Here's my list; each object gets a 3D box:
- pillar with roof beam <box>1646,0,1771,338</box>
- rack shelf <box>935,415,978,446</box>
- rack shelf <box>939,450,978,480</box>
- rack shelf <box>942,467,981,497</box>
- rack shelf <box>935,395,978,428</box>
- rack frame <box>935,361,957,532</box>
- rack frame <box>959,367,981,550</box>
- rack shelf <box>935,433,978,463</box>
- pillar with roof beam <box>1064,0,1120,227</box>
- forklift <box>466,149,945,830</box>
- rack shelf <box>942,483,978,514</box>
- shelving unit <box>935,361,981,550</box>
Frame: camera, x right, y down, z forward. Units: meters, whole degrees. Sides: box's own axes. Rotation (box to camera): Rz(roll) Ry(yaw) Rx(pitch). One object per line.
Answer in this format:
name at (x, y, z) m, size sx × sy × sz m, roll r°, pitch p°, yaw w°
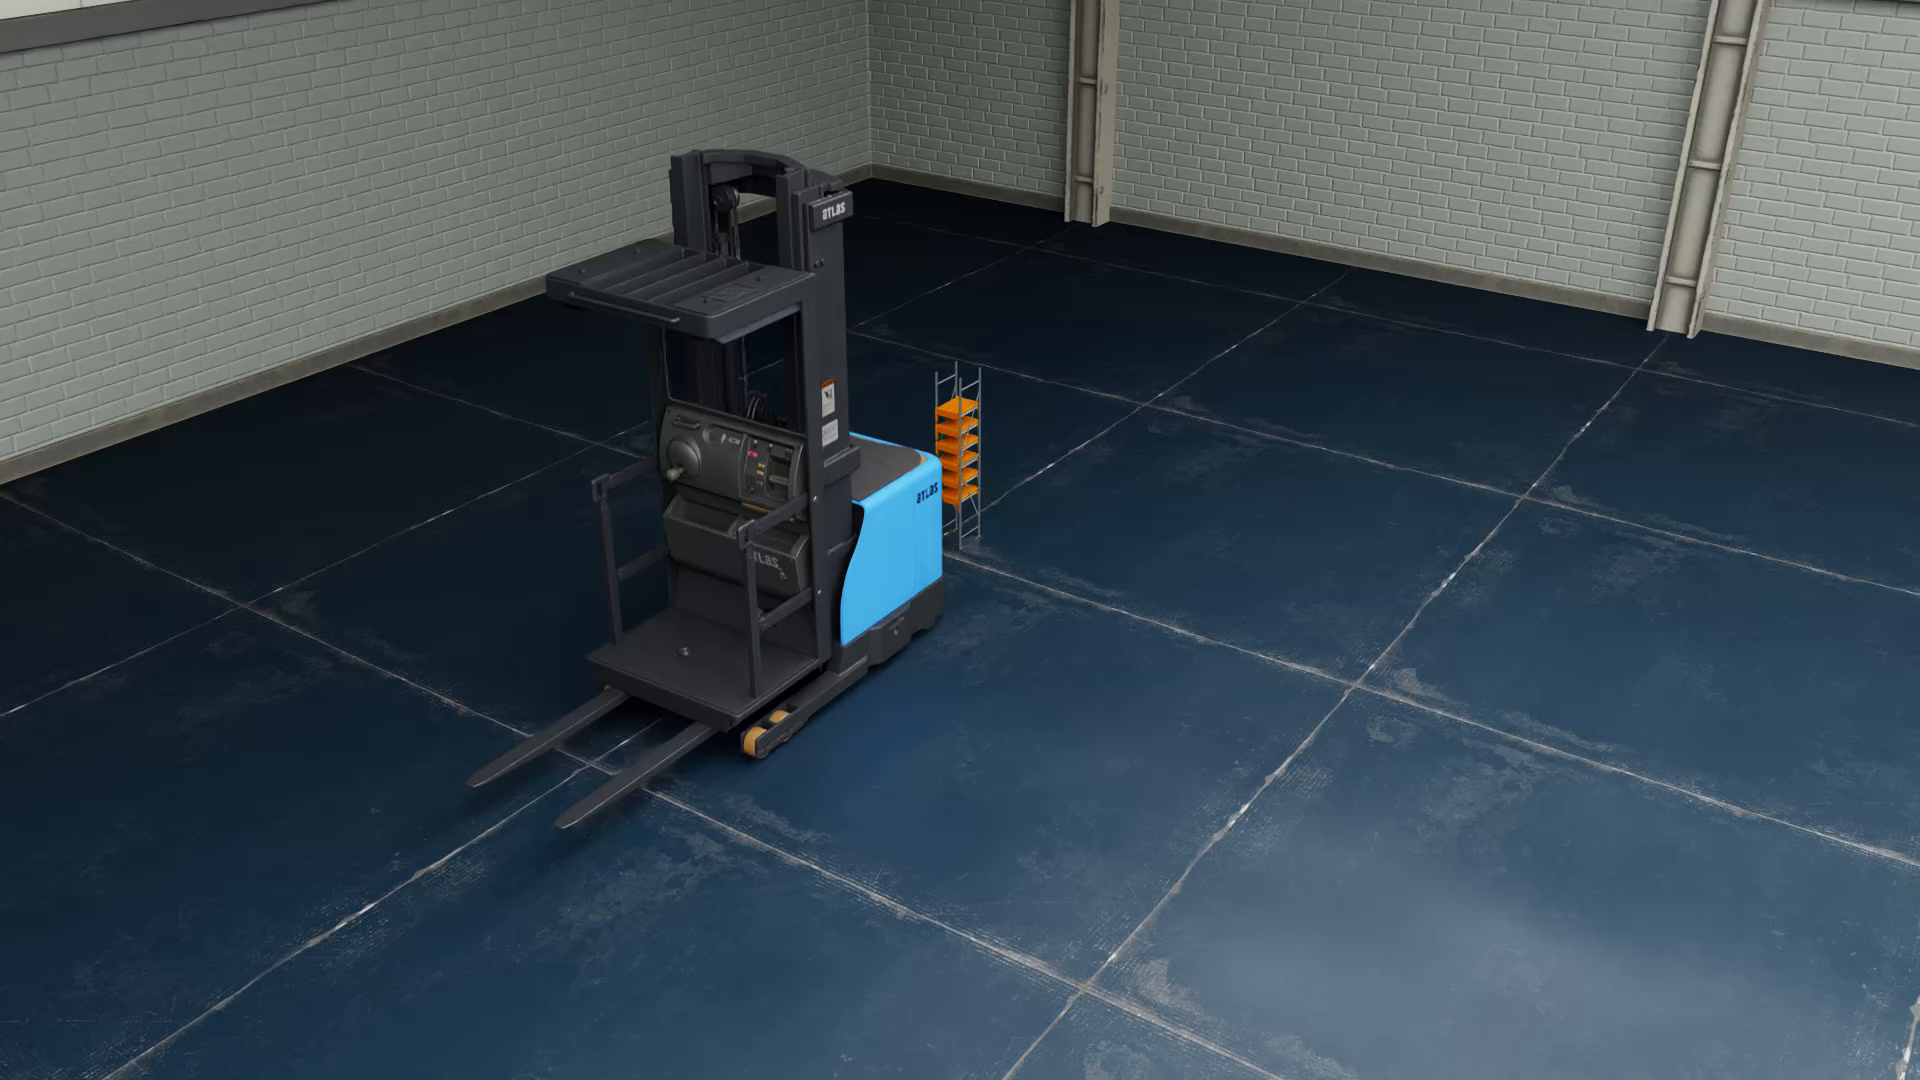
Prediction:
pillar with roof beam at (3.863, -4.262, 9.478) m, size 0.400 × 9.000 × 9.100 m, roll 17°, pitch 32°, yaw 30°
rack shelf at (-0.012, -0.713, 10.670) m, size 0.180 × 0.103 × 0.258 m, roll 17°, pitch 32°, yaw 30°
rack shelf at (-0.012, -0.499, 10.779) m, size 0.180 × 0.103 × 0.258 m, roll 17°, pitch 32°, yaw 30°
rack shelf at (-0.012, -0.392, 10.834) m, size 0.180 × 0.103 × 0.258 m, roll 17°, pitch 32°, yaw 30°
rack shelf at (-0.012, -0.820, 10.616) m, size 0.180 × 0.103 × 0.258 m, roll 17°, pitch 32°, yaw 30°
rack frame at (-0.087, -0.562, 10.805) m, size 0.006 × 1.200 × 0.240 m, roll 17°, pitch 32°, yaw 30°
rack frame at (0.064, -0.515, 10.713) m, size 0.006 × 1.200 × 0.240 m, roll 17°, pitch 32°, yaw 30°
rack shelf at (-0.012, -0.606, 10.725) m, size 0.180 × 0.103 × 0.258 m, roll 17°, pitch 32°, yaw 30°
pillar with roof beam at (-1.083, -5.803, 12.505) m, size 0.400 × 9.000 × 9.100 m, roll 17°, pitch 32°, yaw 30°
forklift at (-1.322, -0.399, 8.577) m, size 1.130 × 2.935 × 3.031 m, roll 17°, pitch 31°, yaw 29°
rack shelf at (-0.012, -0.285, 10.888) m, size 0.180 × 0.103 × 0.258 m, roll 17°, pitch 32°, yaw 30°
shelving unit at (-0.012, -0.538, 10.759) m, size 0.189 × 1.200 × 0.258 m, roll 17°, pitch 32°, yaw 30°
